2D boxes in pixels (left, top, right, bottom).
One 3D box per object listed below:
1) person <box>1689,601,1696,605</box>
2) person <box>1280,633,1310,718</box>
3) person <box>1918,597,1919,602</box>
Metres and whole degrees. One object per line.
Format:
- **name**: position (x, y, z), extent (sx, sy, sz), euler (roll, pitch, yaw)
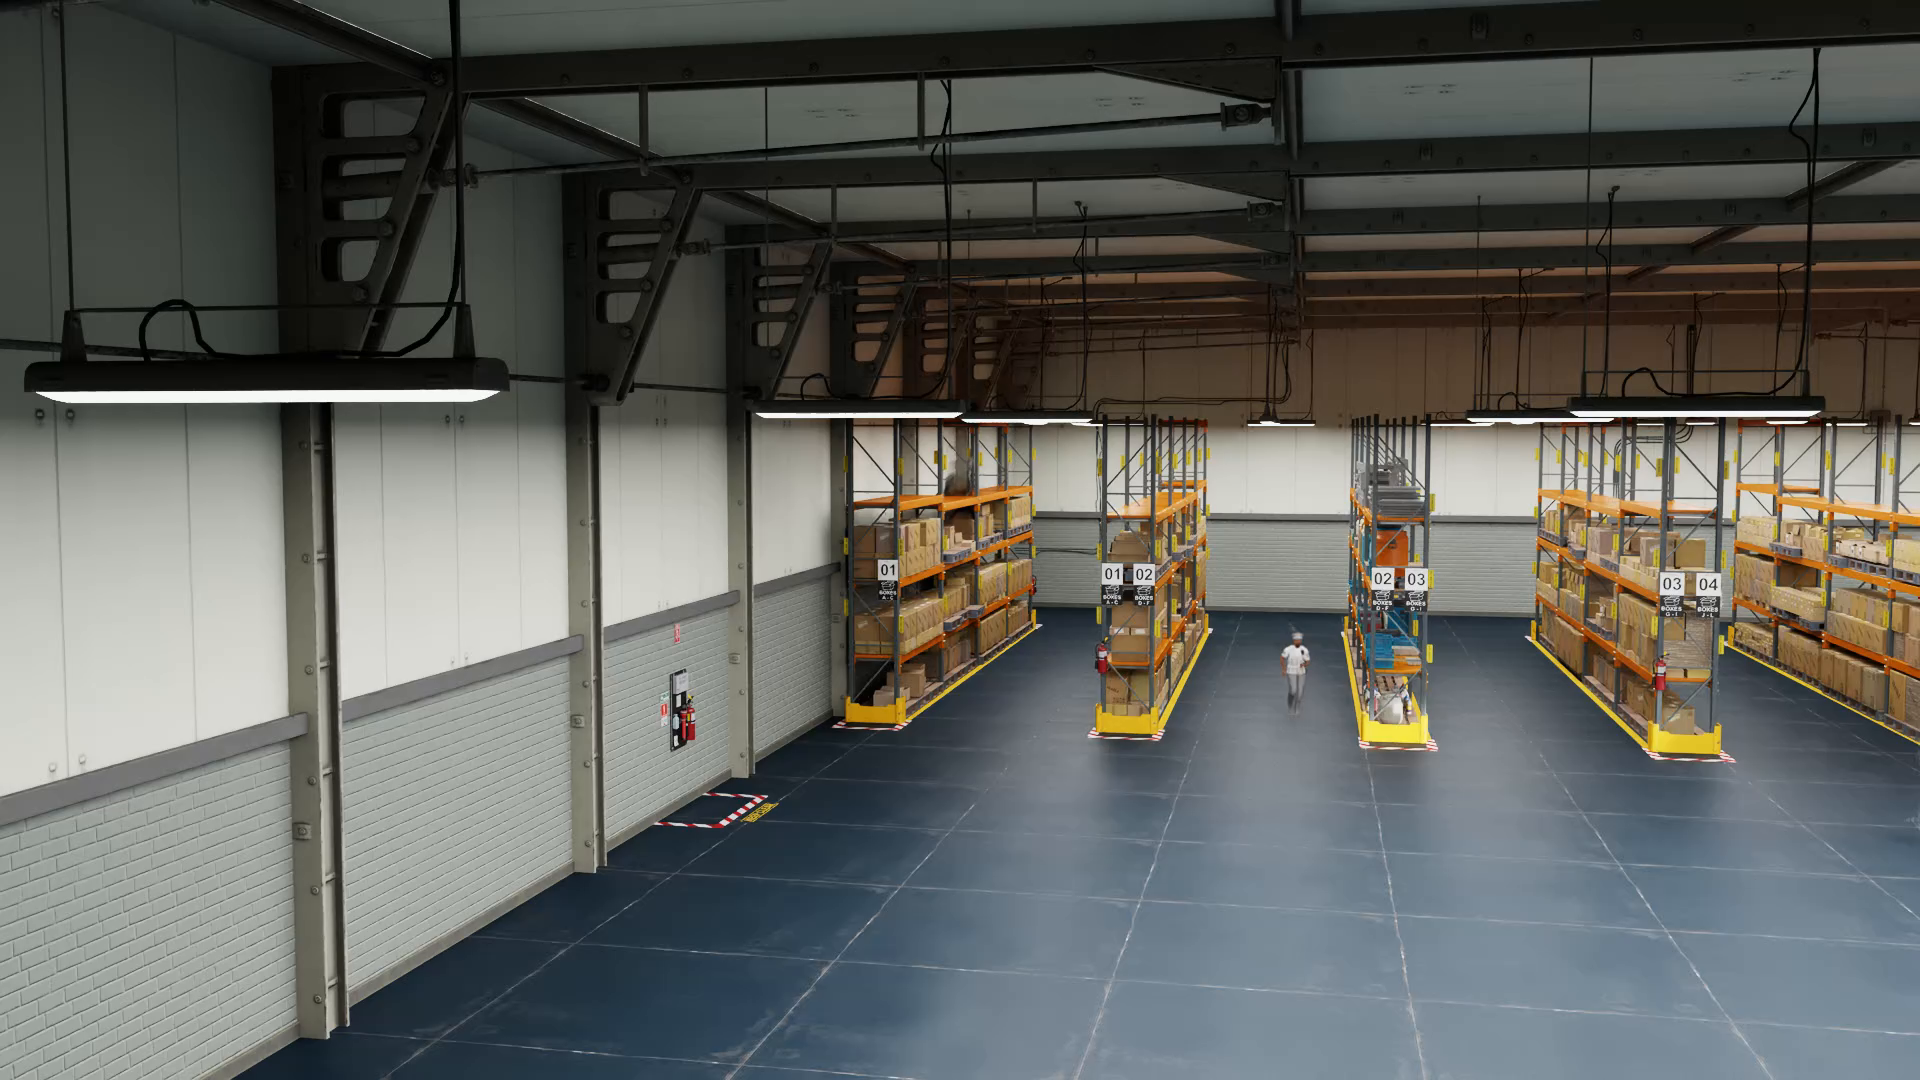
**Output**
- **person**: position (19.148, 1.971, 44.147), extent (0.662, 1.612, 0.686), euler (-3, 5, -38)
- **person**: position (6.676, 2.681, 33.020), extent (0.546, 1.695, 0.666), euler (0, 4, 0)
- **person**: position (25.728, 1.919, 44.396), extent (0.750, 1.741, 0.825), euler (2, 4, 30)
